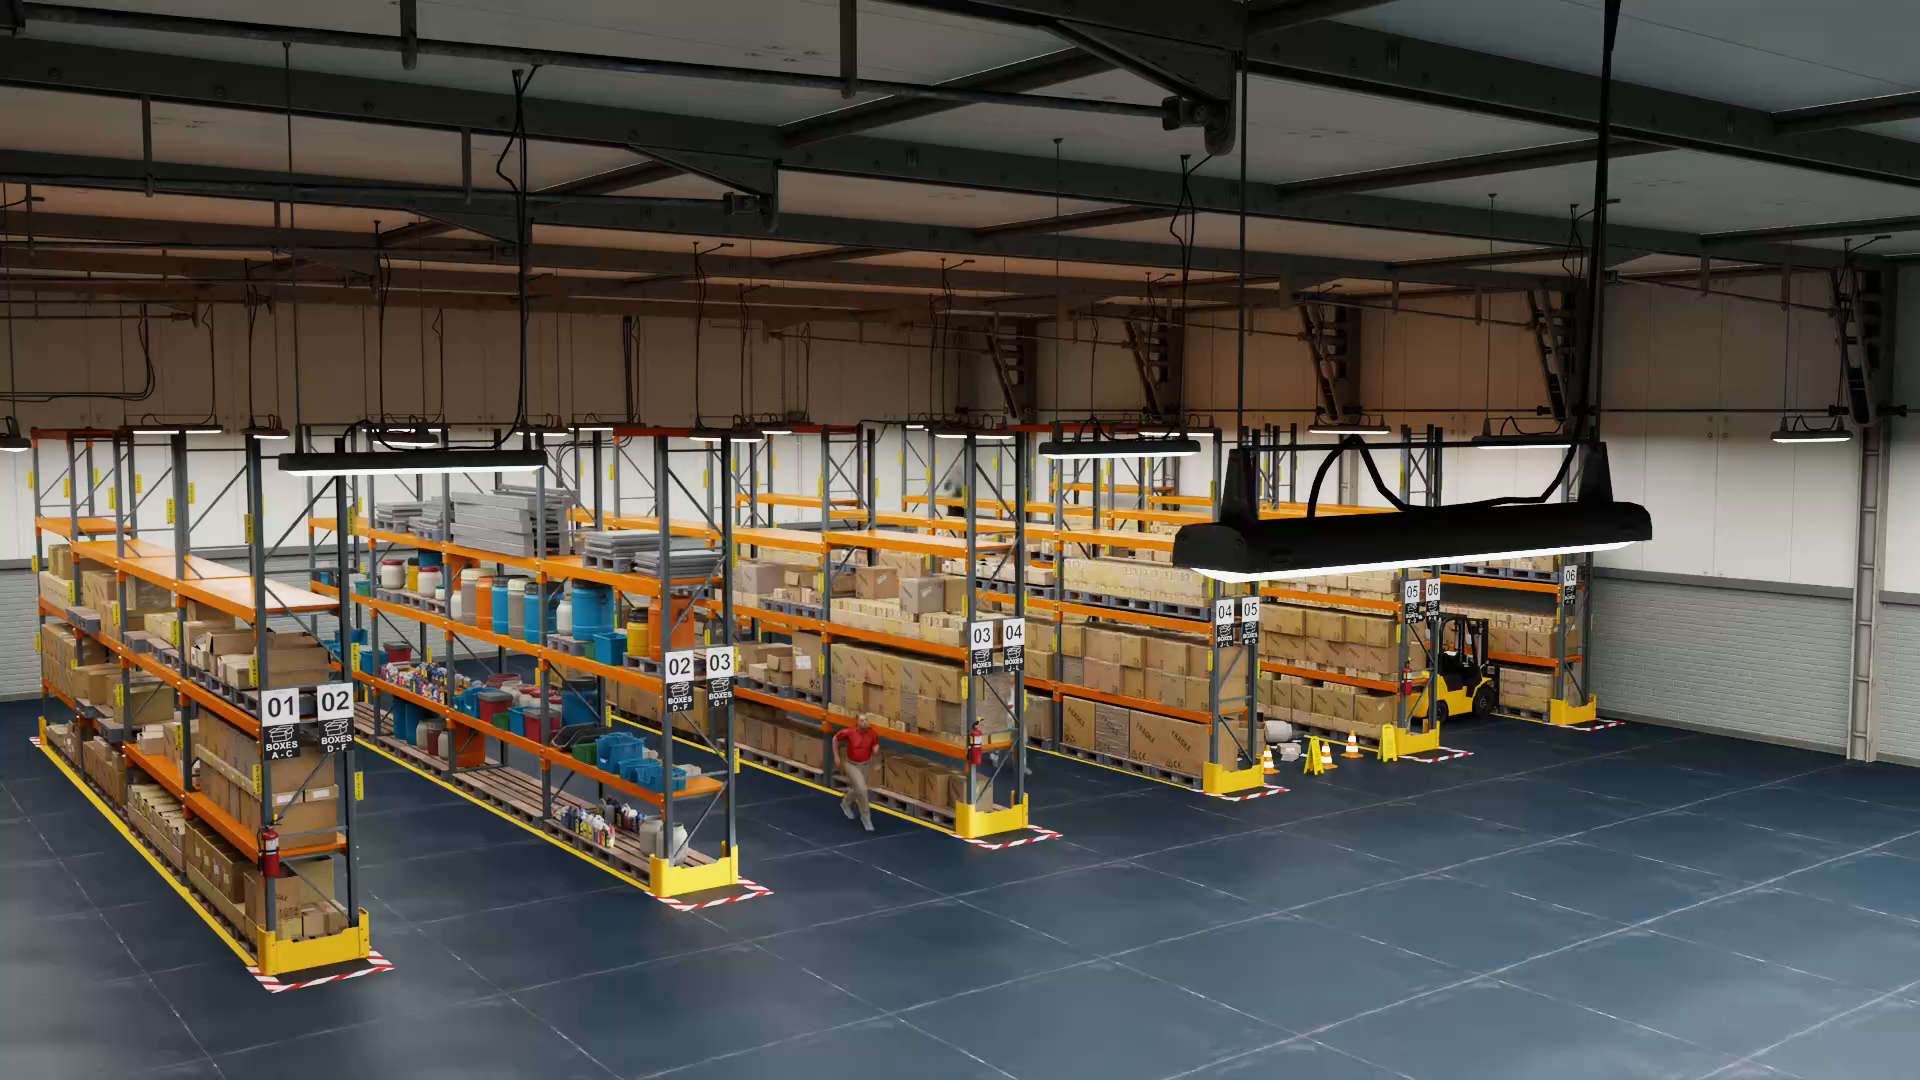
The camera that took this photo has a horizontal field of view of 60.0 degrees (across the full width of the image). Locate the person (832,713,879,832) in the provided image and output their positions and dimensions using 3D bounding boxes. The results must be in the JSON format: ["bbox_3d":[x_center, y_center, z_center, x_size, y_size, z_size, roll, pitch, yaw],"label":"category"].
[{"bbox_3d":[-1.566,3.497,25.320,0.688,1.781,0.954,-3,5,-35],"label":"person"}]

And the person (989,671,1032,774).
[{"bbox_3d":[0.874,3.146,29.028,0.836,1.846,0.662,4,6,40],"label":"person"}]

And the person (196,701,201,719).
[{"bbox_3d":[-14.889,2.998,32.170,0.790,1.699,0.608,4,6,40],"label":"person"}]
